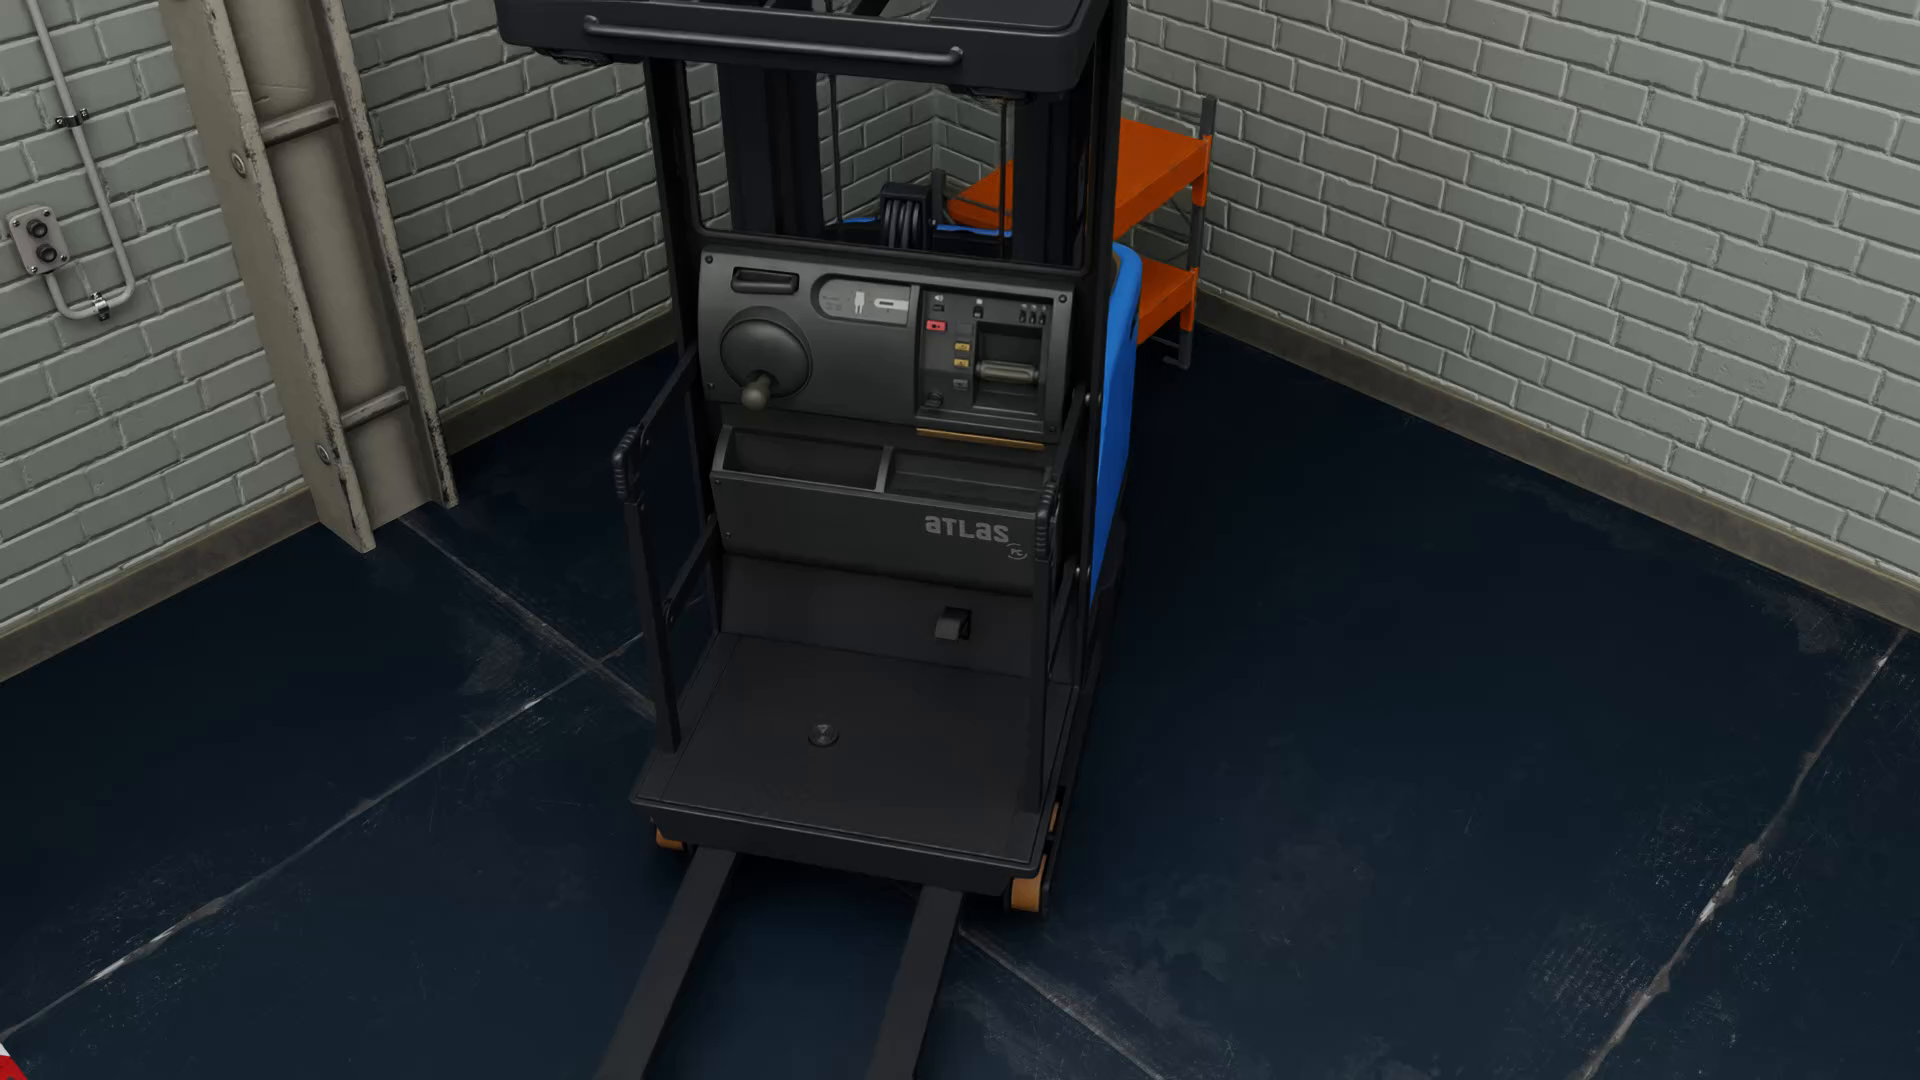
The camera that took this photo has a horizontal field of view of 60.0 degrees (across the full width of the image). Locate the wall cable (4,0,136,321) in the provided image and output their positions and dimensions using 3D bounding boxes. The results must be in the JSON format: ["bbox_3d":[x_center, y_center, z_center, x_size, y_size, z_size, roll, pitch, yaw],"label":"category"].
[{"bbox_3d":[-3.042,-1.061,3.858,0.084,1.984,1.851,30,47,32],"label":"wall cable"}]

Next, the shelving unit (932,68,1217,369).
[{"bbox_3d":[0.412,-0.958,6.051,0.538,1.125,1.048,24,44,27],"label":"shelving unit"}]

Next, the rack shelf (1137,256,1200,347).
[{"bbox_3d":[0.412,-0.767,6.203,0.538,0.278,1.000,24,44,27],"label":"rack shelf"}]

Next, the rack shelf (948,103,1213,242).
[{"bbox_3d":[0.412,-1.187,5.869,0.538,0.278,1.000,24,44,27],"label":"rack shelf"}]

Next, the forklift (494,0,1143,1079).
[{"bbox_3d":[-0.236,-0.405,3.904,1.130,2.935,3.031,8,39,10],"label":"forklift"}]

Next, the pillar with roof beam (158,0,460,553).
[{"bbox_3d":[1.154,-1.822,0.812,9.100,9.000,0.400,30,47,32],"label":"pillar with roof beam"}]

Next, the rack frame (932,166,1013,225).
[{"bbox_3d":[0.120,-0.699,5.725,0.500,1.125,0.032,24,44,27],"label":"rack frame"}]

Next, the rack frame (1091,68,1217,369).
[{"bbox_3d":[0.704,-1.217,6.377,0.500,1.125,0.032,24,44,27],"label":"rack frame"}]
